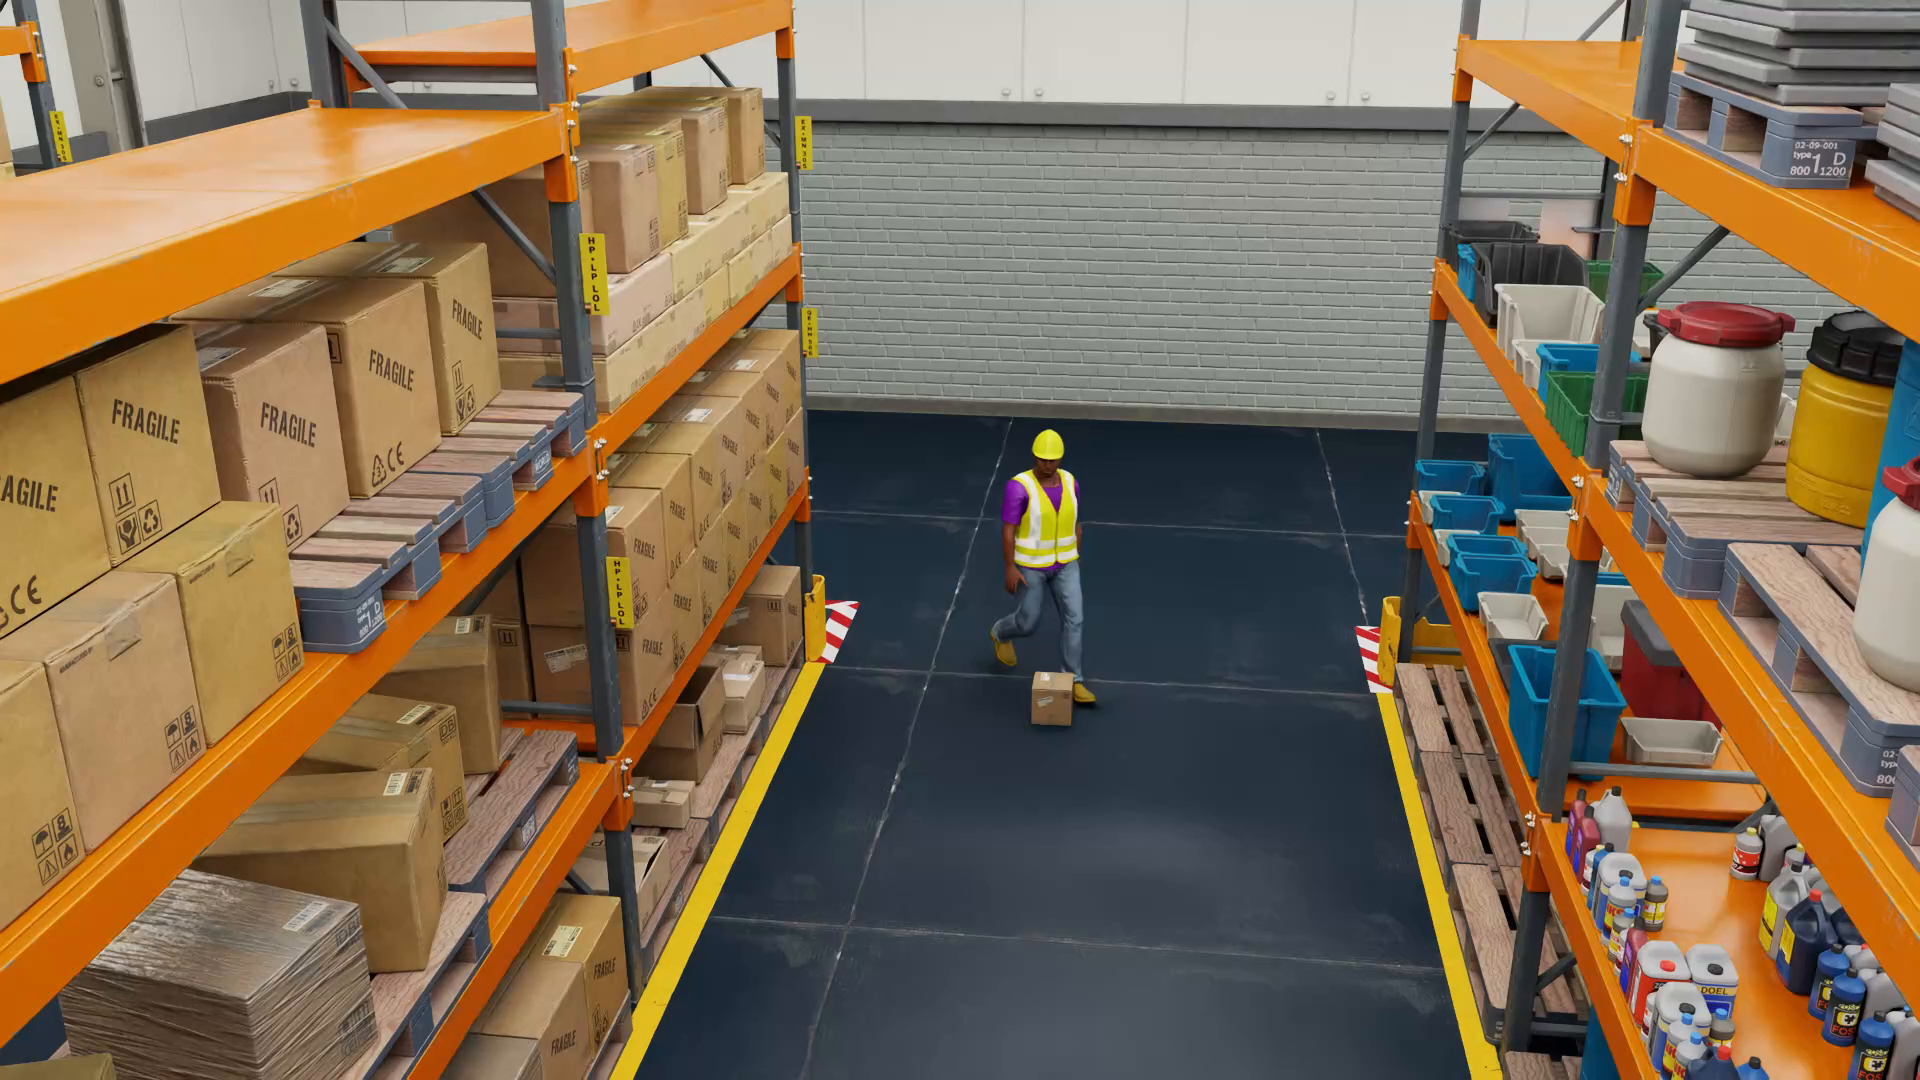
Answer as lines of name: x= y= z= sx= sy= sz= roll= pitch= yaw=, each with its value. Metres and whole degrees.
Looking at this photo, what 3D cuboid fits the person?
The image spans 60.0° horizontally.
person: x=0.567 y=0.152 z=10.708 sx=0.593 sy=1.726 sz=0.916 roll=-9 pitch=23 yaw=-23
